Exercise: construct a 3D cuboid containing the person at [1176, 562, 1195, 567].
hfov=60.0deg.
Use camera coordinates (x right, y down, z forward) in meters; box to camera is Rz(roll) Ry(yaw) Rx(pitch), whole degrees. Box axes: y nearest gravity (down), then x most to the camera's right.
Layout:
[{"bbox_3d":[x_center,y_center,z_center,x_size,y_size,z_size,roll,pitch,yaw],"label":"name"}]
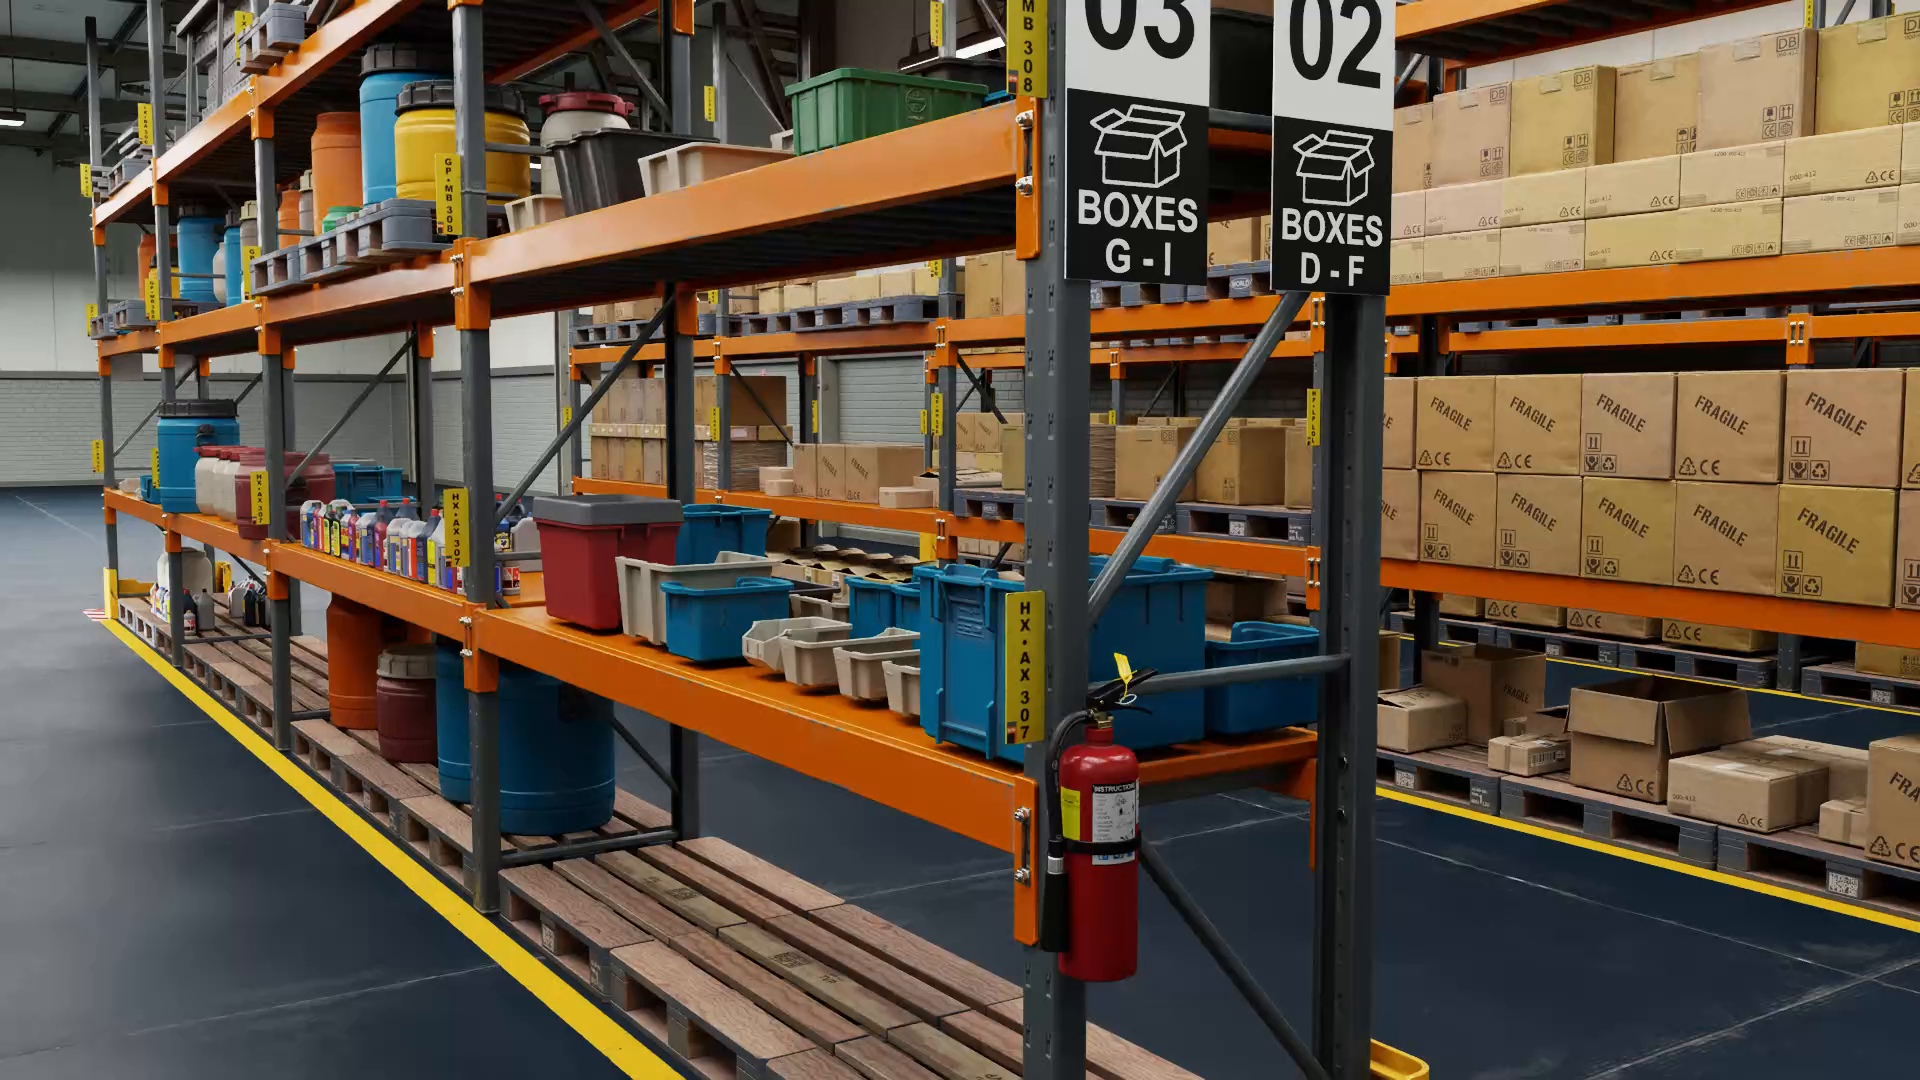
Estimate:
[{"bbox_3d":[2.249,-0.107,16.931,0.386,1.794,0.526,-3,6,-37],"label":"person"}]
